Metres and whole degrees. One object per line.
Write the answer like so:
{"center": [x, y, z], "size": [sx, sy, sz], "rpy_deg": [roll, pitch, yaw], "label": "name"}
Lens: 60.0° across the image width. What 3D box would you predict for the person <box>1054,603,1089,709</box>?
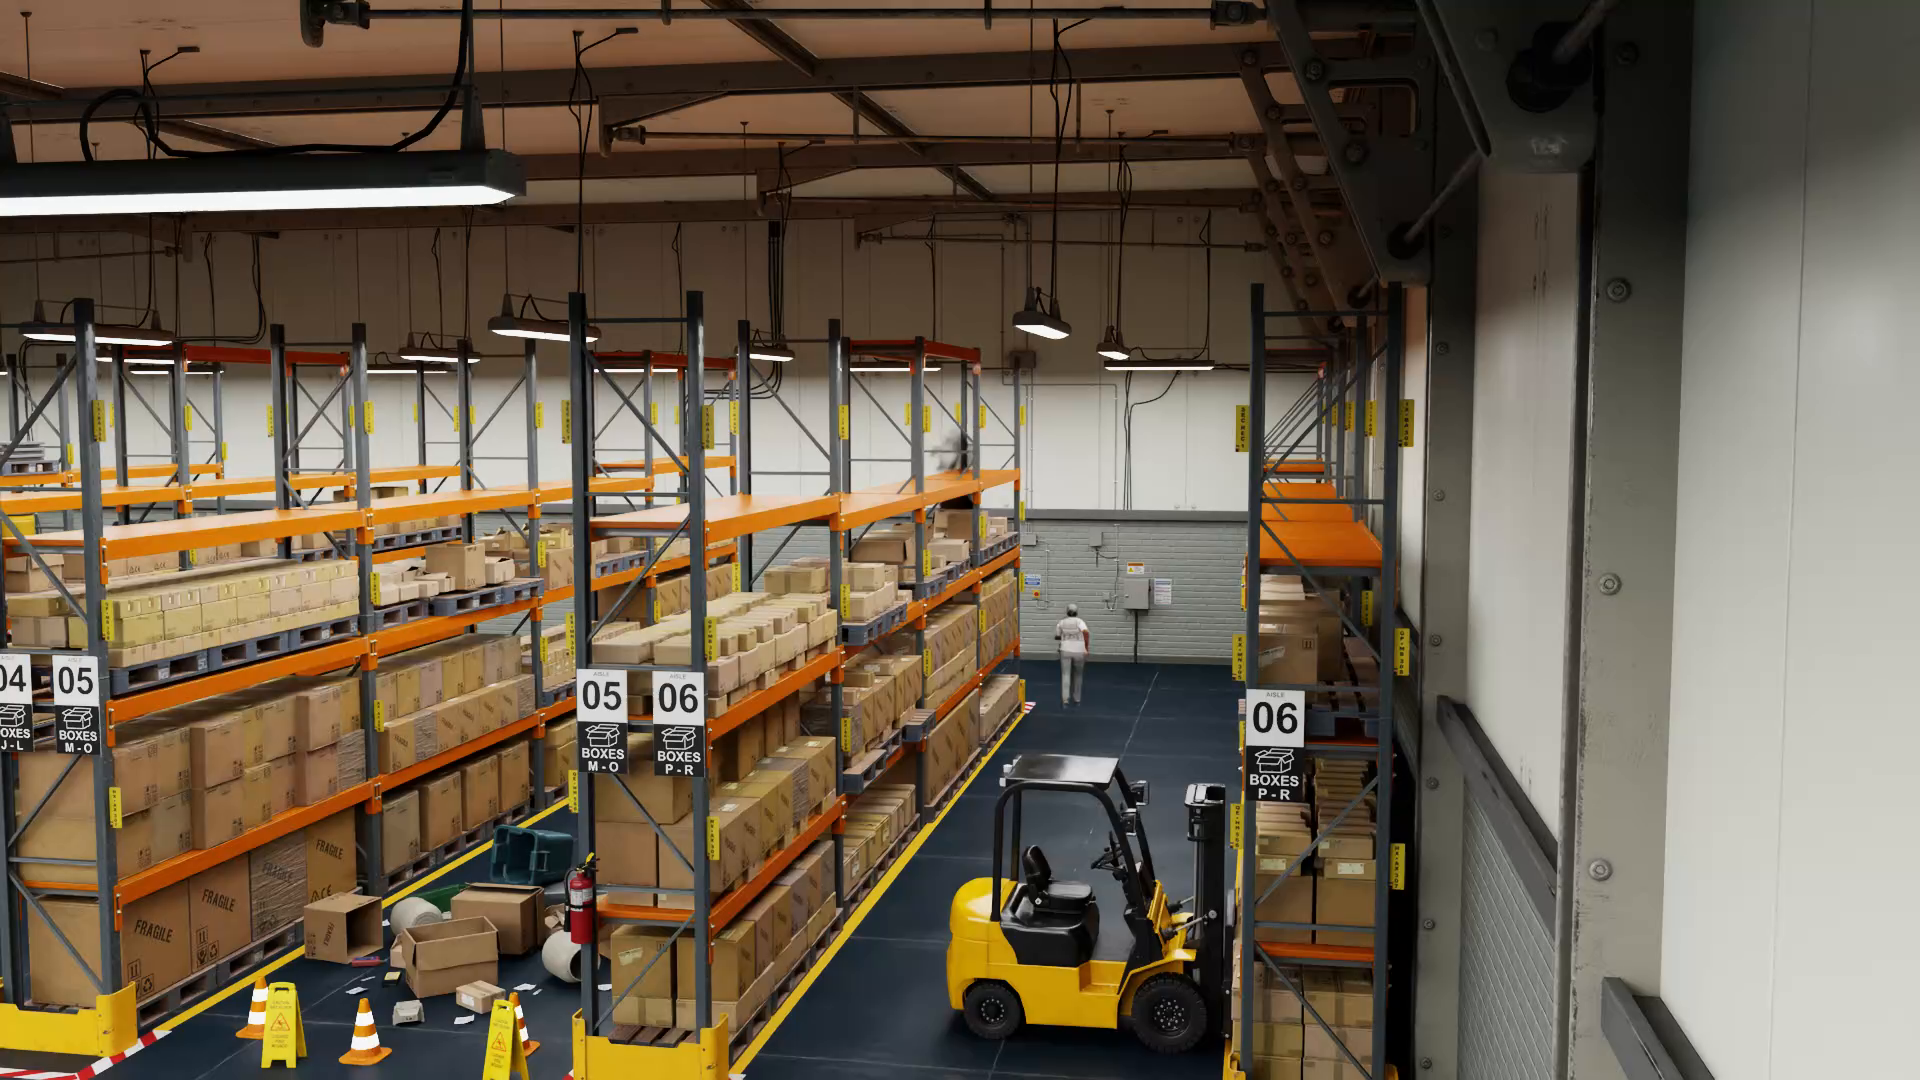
{"center": [1.796, 1.886, 26.734], "size": [0.580, 1.726, 0.806], "rpy_deg": [1, 5, 7], "label": "person"}
